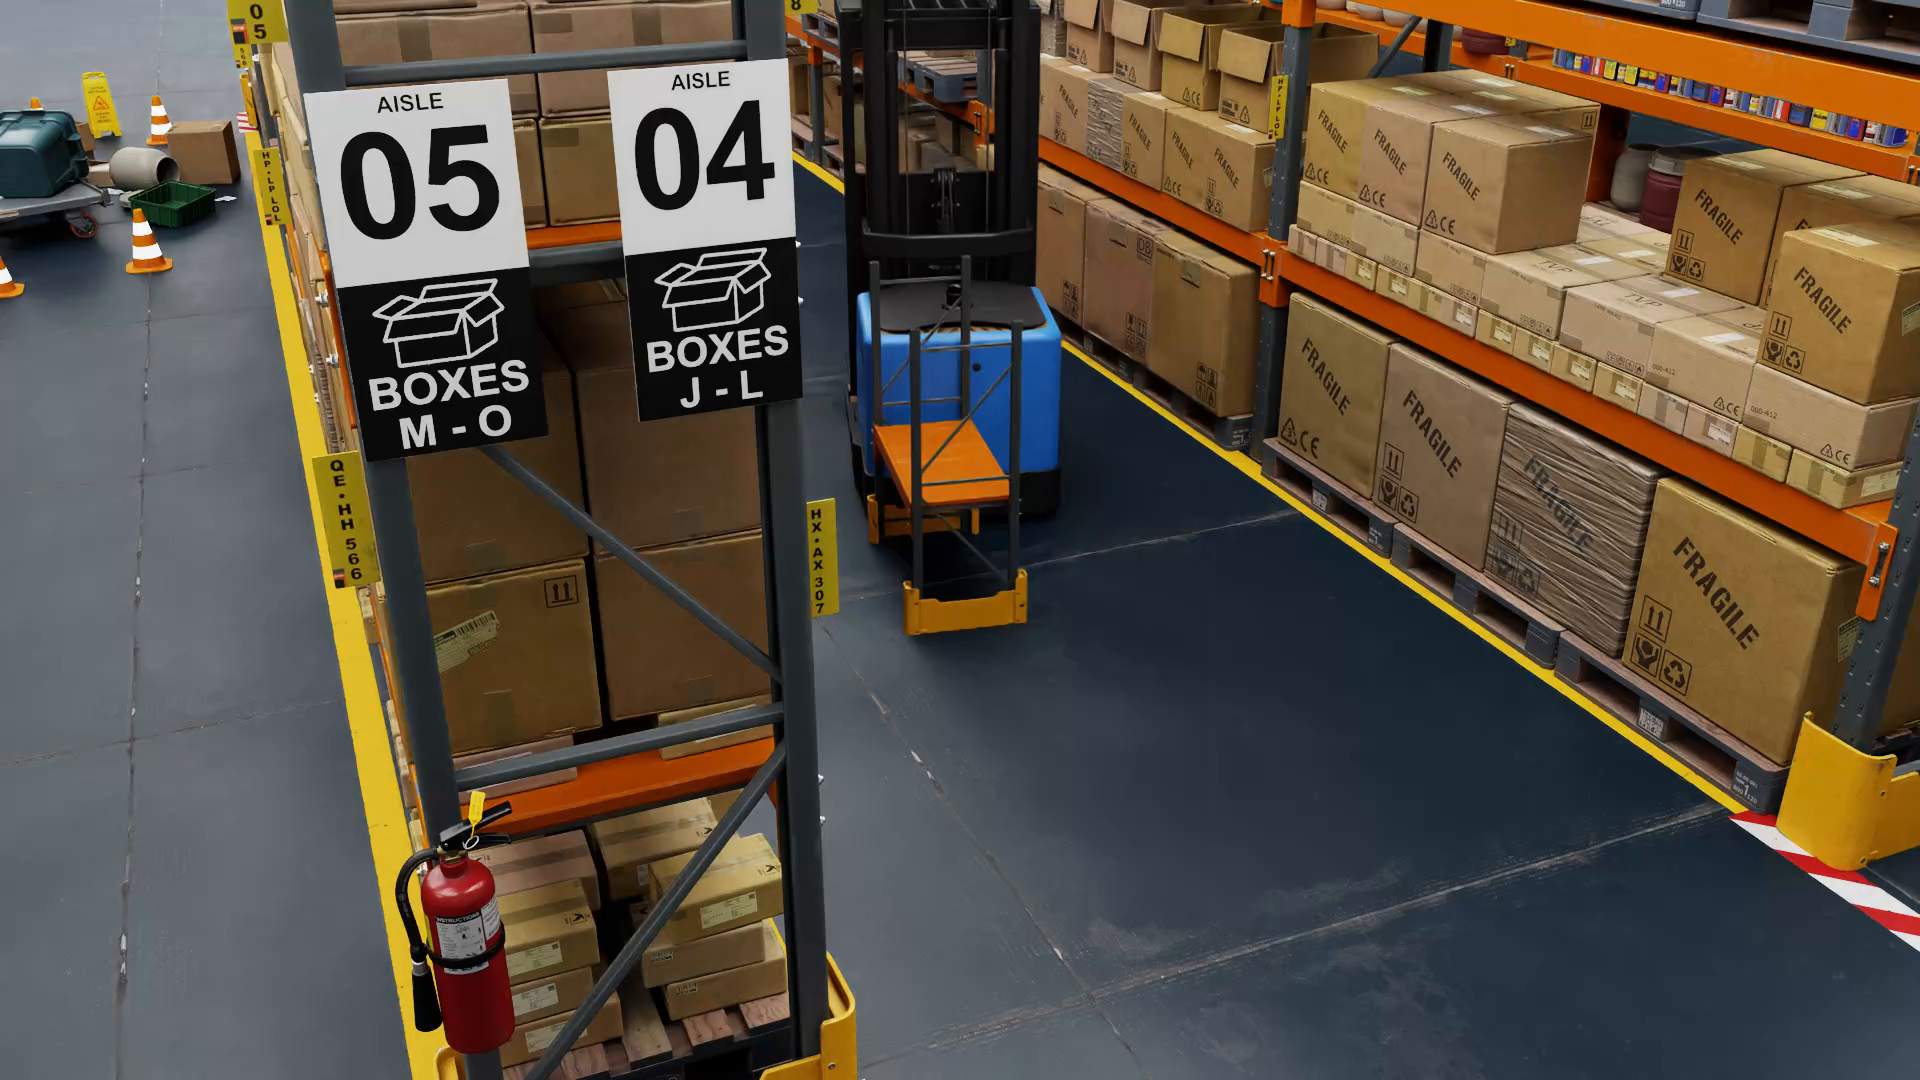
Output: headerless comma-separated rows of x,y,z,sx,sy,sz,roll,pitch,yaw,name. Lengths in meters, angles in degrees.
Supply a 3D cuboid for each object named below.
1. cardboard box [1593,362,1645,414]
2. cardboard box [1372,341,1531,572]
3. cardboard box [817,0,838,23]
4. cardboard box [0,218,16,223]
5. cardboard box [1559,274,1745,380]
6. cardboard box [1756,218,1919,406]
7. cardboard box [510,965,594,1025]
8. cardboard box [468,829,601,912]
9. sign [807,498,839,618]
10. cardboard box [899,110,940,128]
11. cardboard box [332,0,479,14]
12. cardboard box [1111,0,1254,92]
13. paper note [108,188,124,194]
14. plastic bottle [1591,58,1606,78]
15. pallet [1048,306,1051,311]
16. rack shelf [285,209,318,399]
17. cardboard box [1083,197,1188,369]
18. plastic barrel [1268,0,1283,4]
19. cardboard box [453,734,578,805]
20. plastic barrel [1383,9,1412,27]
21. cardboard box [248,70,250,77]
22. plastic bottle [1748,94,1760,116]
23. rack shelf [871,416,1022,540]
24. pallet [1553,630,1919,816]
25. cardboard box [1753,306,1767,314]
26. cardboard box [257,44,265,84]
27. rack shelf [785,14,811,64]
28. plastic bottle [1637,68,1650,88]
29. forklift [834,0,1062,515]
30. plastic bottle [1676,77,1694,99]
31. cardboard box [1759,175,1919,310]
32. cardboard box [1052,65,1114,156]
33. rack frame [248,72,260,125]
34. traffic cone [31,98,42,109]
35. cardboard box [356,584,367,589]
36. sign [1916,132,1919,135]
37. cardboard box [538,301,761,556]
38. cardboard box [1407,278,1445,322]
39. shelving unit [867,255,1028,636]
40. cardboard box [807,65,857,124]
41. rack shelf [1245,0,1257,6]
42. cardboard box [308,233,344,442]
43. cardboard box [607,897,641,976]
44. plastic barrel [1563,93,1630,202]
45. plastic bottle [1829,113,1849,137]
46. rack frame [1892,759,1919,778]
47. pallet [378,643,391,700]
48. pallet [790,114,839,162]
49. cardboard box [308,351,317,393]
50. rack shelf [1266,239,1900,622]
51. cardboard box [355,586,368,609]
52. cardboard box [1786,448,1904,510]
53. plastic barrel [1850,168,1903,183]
2.899,-0.666,6.981,0.380,0.149,0.250,-11,28,-22,cardboard box
2.714,-0.485,8.267,0.875,0.875,0.875,-11,28,-21,cardboard box
-0.774,-5.237,14.896,1.000,1.000,1.000,-10,28,-20,cardboard box
-8.419,-2.890,14.367,0.396,0.266,0.258,13,29,24,cardboard box
2.912,-0.906,7.019,0.500,0.250,0.500,-12,28,-22,cardboard box
3.311,-0.834,6.017,0.500,0.500,0.500,-10,28,-20,cardboard box
-1.330,1.327,5.046,0.380,0.149,0.250,-11,28,-22,cardboard box
-1.346,1.075,5.221,0.380,0.149,0.250,-10,28,-20,cardboard box
-0.361,0.050,4.243,0.100,0.325,0.005,-11,28,-21,sign
-0.347,-3.525,14.899,0.700,0.500,0.500,-13,29,-25,cardboard box
-1.261,-1.236,3.591,0.380,0.149,0.250,-11,28,-21,cardboard box
1.403,-3.174,10.574,0.797,0.503,0.637,-10,28,-19,cardboard box
-7.775,-3.209,15.296,0.172,0.023,0.155,-1,26,-3,paper note
5.221,-3.887,13.435,0.152,0.276,0.135,-11,28,-21,plastic bottle
0.850,-1.925,12.452,1.003,0.211,1.213,-11,28,-21,pallet
-3.210,-1.567,9.361,1.077,0.370,4.000,-11,28,-21,rack shelf
1.557,-1.744,10.846,1.225,0.875,0.875,-12,28,-22,cardboard box
3.474,-5.992,17.033,0.600,0.901,0.708,-11,28,-21,plastic barrel
-1.248,0.562,4.467,0.380,0.149,0.250,-11,28,-21,cardboard box
4.231,-5.141,15.706,0.433,0.535,0.433,0,26,0,plastic barrel
-5.601,-4.099,13.612,0.500,0.500,0.500,-10,28,-20,cardboard box
5.818,-3.207,12.126,0.097,0.201,0.097,0,26,0,plastic bottle
-0.084,-0.322,8.110,0.538,0.185,1.000,-6,27,-11,rack shelf
3.358,0.664,7.149,1.003,0.211,1.213,-11,28,-21,pallet
3.594,-0.795,6.791,0.500,0.250,0.500,-11,28,-21,cardboard box
-2.098,-1.717,5.600,0.500,0.250,0.500,-9,28,-18,cardboard box
-1.739,-5.608,17.637,1.077,0.370,4.000,-11,28,-21,rack shelf
5.384,-3.687,13.029,0.097,0.271,0.097,0,26,0,plastic bottle
-0.134,-2.041,9.590,1.130,2.935,3.031,-3,26,-6,forklift
5.583,-3.514,12.670,0.152,0.276,0.135,-11,28,-21,plastic bottle
3.608,-1.125,6.612,0.500,0.500,0.500,-11,28,-22,cardboard box
0.958,-2.897,11.151,0.500,0.500,0.500,-11,28,-22,cardboard box
-7.126,-5.927,17.471,1.000,3.000,0.127,-11,28,-21,rack frame
-9.398,-4.272,16.973,0.336,0.463,0.334,-11,28,-21,traffic cone
-2.579,0.077,7.605,0.380,0.149,0.250,-9,28,-18,cardboard box
6.227,-2.776,10.701,0.100,0.325,0.005,-11,28,-21,sign
-0.792,-0.323,4.400,0.500,0.500,0.500,-11,28,-21,cardboard box
2.398,-1.184,8.042,0.380,0.149,0.250,-11,28,-21,cardboard box
-0.082,-0.479,8.023,0.587,1.500,1.083,-6,27,-11,shelving unit
-1.307,-4.588,17.098,0.500,0.500,0.500,-2,26,-4,cardboard box
2.818,-6.459,19.380,1.077,0.370,4.000,-11,28,-21,rack shelf
-1.679,-0.651,5.072,0.500,0.500,0.500,-9,27,-18,cardboard box
-0.949,1.266,5.509,0.380,0.149,0.250,-11,28,-21,cardboard box
5.375,-3.379,14.247,0.600,0.830,0.708,-11,28,-21,plastic barrel
6.139,-2.941,11.496,0.152,0.276,0.135,-11,28,-21,plastic bottle
3.740,-0.279,5.903,0.949,2.616,0.053,-11,28,-21,rack frame
-2.131,0.435,7.618,1.003,0.211,1.213,-11,28,-21,pallet
-1.252,-4.136,16.980,1.003,0.211,1.213,-11,28,-21,pallet
-3.545,-1.025,9.801,0.500,0.500,0.500,-11,28,-22,cardboard box
2.960,-0.764,7.715,1.077,0.370,4.000,-11,28,-21,rack shelf
-2.580,0.212,7.668,0.380,0.149,0.250,-12,28,-23,cardboard box
3.301,-0.254,6.137,0.380,0.149,0.250,-10,28,-20,cardboard box
6.537,-2.214,11.778,0.600,0.901,0.708,-11,28,-21,plastic barrel
